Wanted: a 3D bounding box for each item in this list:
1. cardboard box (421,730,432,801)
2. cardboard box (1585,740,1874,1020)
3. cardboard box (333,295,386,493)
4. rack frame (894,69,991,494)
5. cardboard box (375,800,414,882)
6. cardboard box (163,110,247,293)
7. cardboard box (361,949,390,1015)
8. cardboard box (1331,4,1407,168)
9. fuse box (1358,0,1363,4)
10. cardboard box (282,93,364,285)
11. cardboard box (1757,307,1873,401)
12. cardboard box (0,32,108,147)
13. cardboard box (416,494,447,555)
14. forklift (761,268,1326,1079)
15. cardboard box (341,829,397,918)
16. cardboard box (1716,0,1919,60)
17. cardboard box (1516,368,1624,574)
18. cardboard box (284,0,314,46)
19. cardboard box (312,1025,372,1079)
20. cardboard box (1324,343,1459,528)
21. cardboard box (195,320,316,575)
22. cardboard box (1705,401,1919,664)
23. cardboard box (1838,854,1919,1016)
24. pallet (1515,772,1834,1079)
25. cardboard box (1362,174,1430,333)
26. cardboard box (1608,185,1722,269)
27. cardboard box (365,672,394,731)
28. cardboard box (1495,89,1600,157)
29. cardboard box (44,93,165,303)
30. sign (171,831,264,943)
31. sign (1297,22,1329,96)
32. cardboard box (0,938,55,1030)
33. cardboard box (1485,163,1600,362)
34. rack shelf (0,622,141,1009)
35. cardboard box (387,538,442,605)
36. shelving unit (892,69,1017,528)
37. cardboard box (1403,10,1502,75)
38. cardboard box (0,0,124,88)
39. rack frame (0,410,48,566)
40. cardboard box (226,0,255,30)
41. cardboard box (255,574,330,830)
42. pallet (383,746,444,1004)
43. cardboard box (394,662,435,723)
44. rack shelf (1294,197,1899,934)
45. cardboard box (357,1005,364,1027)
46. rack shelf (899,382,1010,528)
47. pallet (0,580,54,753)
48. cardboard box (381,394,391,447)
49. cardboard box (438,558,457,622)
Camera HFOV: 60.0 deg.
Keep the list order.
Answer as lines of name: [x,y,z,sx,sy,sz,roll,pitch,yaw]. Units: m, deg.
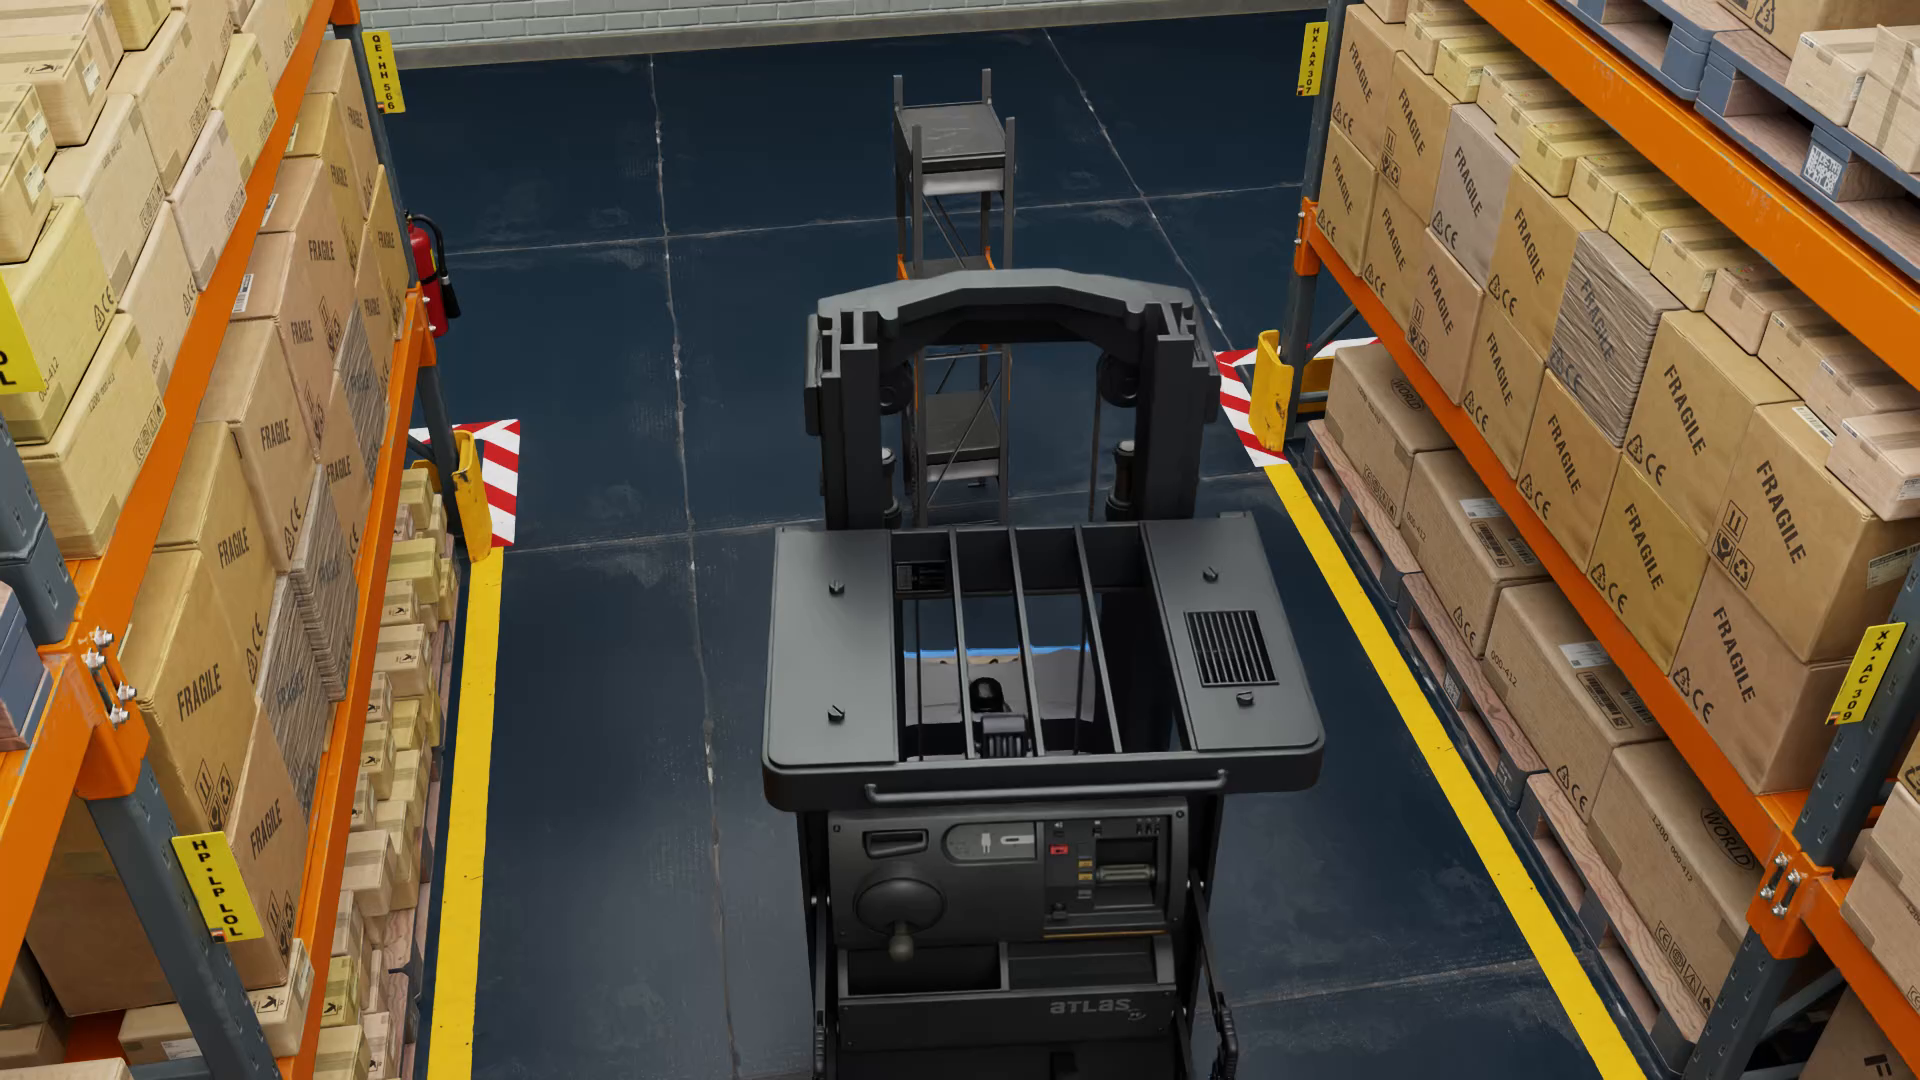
cardboard box: [-2.182,0.855,6.187,0.380,0.149,0.250,-6,38,-7]
cardboard box: [2.776,1.101,5.634,0.875,0.438,0.875,-7,38,-9]
cardboard box: [-2.261,-0.473,5.590,0.500,0.500,0.500,-6,38,-8]
rack frame: [-0.072,-1.077,7.424,0.400,2.100,0.015,-6,38,-8]
cardboard box: [-2.086,1.051,5.691,0.380,0.149,0.250,-7,38,-8]
cardboard box: [-2.066,-0.812,4.028,0.500,0.250,0.500,-5,38,-6]
cardboard box: [-2.058,1.492,5.366,0.380,0.149,0.250,-7,38,-9]
cardboard box: [1.883,-1.884,6.833,0.500,0.500,0.500,-7,38,-9]
fuse box: [3.161,-4.802,12.537,0.539,1.711,0.414,-6,38,-8]
cardboard box: [-2.363,-1.173,5.675,0.500,0.500,0.500,-7,38,-9]
cardboard box: [2.439,-0.519,4.548,0.380,0.149,0.250,-6,38,-8]
cardboard box: [-2.003,-0.918,3.431,0.380,0.149,0.250,-7,38,-9]
cardboard box: [-2.403,-0.046,7.103,0.380,0.149,0.250,-7,38,-9]
forklift: [0.141,0.949,4.139,1.130,2.935,3.031,-2,38,-3]
cardboard box: [-2.047,1.096,5.390,0.380,0.149,0.250,-5,38,-7]
cardboard box: [2.512,-1.596,4.406,0.797,0.503,0.637,-3,38,-4]
cardboard box: [2.249,-0.258,5.556,0.500,0.500,0.500,-7,38,-9]
cardboard box: [-2.340,-1.748,5.233,0.500,0.250,0.500,-6,38,-8]
cardboard box: [-1.922,1.561,4.792,0.380,0.149,0.250,-4,38,-6]
cardboard box: [2.293,-0.536,7.741,0.875,0.438,0.875,-7,38,-9]
cardboard box: [-2.078,-0.230,4.462,0.500,0.500,0.500,-6,38,-7]
cardboard box: [2.426,-0.044,4.465,0.500,0.500,0.500,-7,38,-8]
cardboard box: [2.597,0.999,4.141,0.500,0.250,0.500,-7,38,-9]
pallet: [2.724,1.279,5.931,1.003,0.211,1.213,-6,38,-8]
cardboard box: [1.996,-1.186,6.750,0.500,0.500,0.500,-7,38,-9]
cardboard box: [2.251,-0.975,5.135,0.380,0.149,0.250,-7,38,-9]
cardboard box: [-2.255,0.632,5.988,0.380,0.149,0.250,-7,38,-9]
cardboard box: [2.082,-1.431,5.722,0.380,0.149,0.250,-6,38,-8]
cardboard box: [-2.006,-0.701,3.478,0.500,0.250,0.500,-6,38,-8]
sign: [-1.530,0.720,3.434,0.100,0.325,0.005,-6,38,-8]
sign: [1.531,-2.087,7.221,0.100,0.325,0.005,-6,38,-8]
cardboard box: [-2.438,0.821,3.925,0.500,0.500,0.500,-6,38,-8]
cardboard box: [2.166,-0.961,5.646,0.500,0.500,0.500,-6,38,-8]
rack shelf: [-1.725,1.547,1.455,1.077,0.370,4.000,-6,38,-8]
cardboard box: [-2.276,0.142,6.619,0.380,0.149,0.250,-7,38,-9]
shelving unit: [-0.029,-0.929,7.235,0.431,2.100,0.503,-6,38,-8]
cardboard box: [1.917,-1.896,6.321,0.380,0.149,0.250,-5,38,-7]
cardboard box: [-2.069,-1.072,3.629,0.380,0.149,0.250,-7,38,-9]
rack frame: [-2.076,-1.130,1.869,1.000,3.000,0.127,-6,38,-8]
cardboard box: [-2.267,-1.630,4.673,0.500,0.250,0.500,-6,38,-7]
cardboard box: [-2.008,0.458,4.391,0.500,0.500,0.500,-6,38,-8]
pallet: [-2.445,1.200,6.033,1.003,0.211,1.213,-6,38,-8]
cardboard box: [-2.207,0.579,6.299,0.380,0.149,0.250,-6,38,-7]
rack shelf: [2.430,-0.278,6.249,1.077,0.370,4.000,-6,38,-8]
cardboard box: [-2.035,1.542,5.059,0.380,0.149,0.250,-6,38,-8]
rack shelf: [-0.029,-0.366,7.672,0.431,0.518,0.480,-6,38,-8]
pallet: [-2.072,0.513,2.352,1.213,0.211,1.003,-6,38,-8]
cardboard box: [-2.308,-0.455,6.096,0.380,0.149,0.250,-5,38,-7]
cardboard box: [-2.334,0.223,6.999,0.380,0.149,0.250,-5,38,-7]
